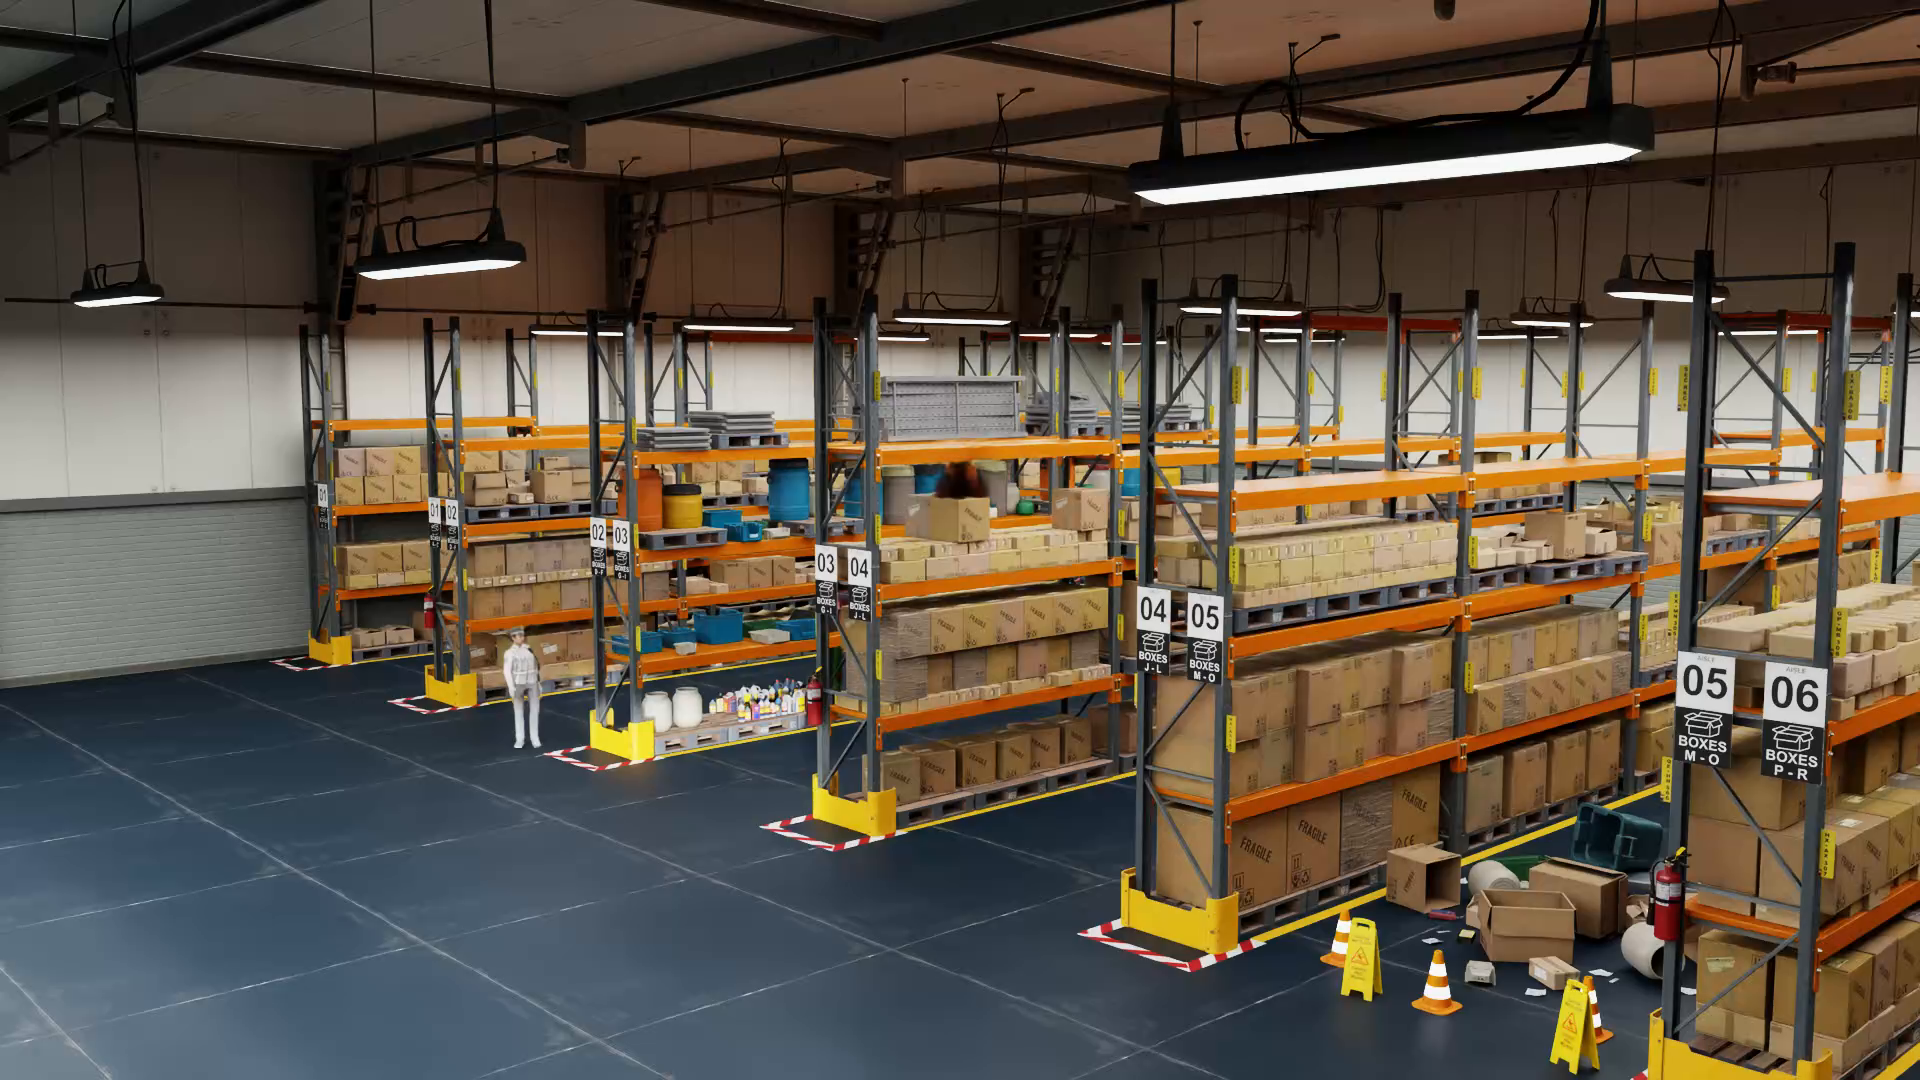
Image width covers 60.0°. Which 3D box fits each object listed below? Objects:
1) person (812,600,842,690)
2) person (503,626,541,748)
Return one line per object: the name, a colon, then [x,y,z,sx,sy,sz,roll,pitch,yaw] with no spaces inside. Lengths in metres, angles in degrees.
person: [-2.083,1.571,26.699,0.603,1.798,0.358,2,6,16]
person: [-6.009,2.048,22.907,0.549,1.711,0.593,-3,6,-23]
